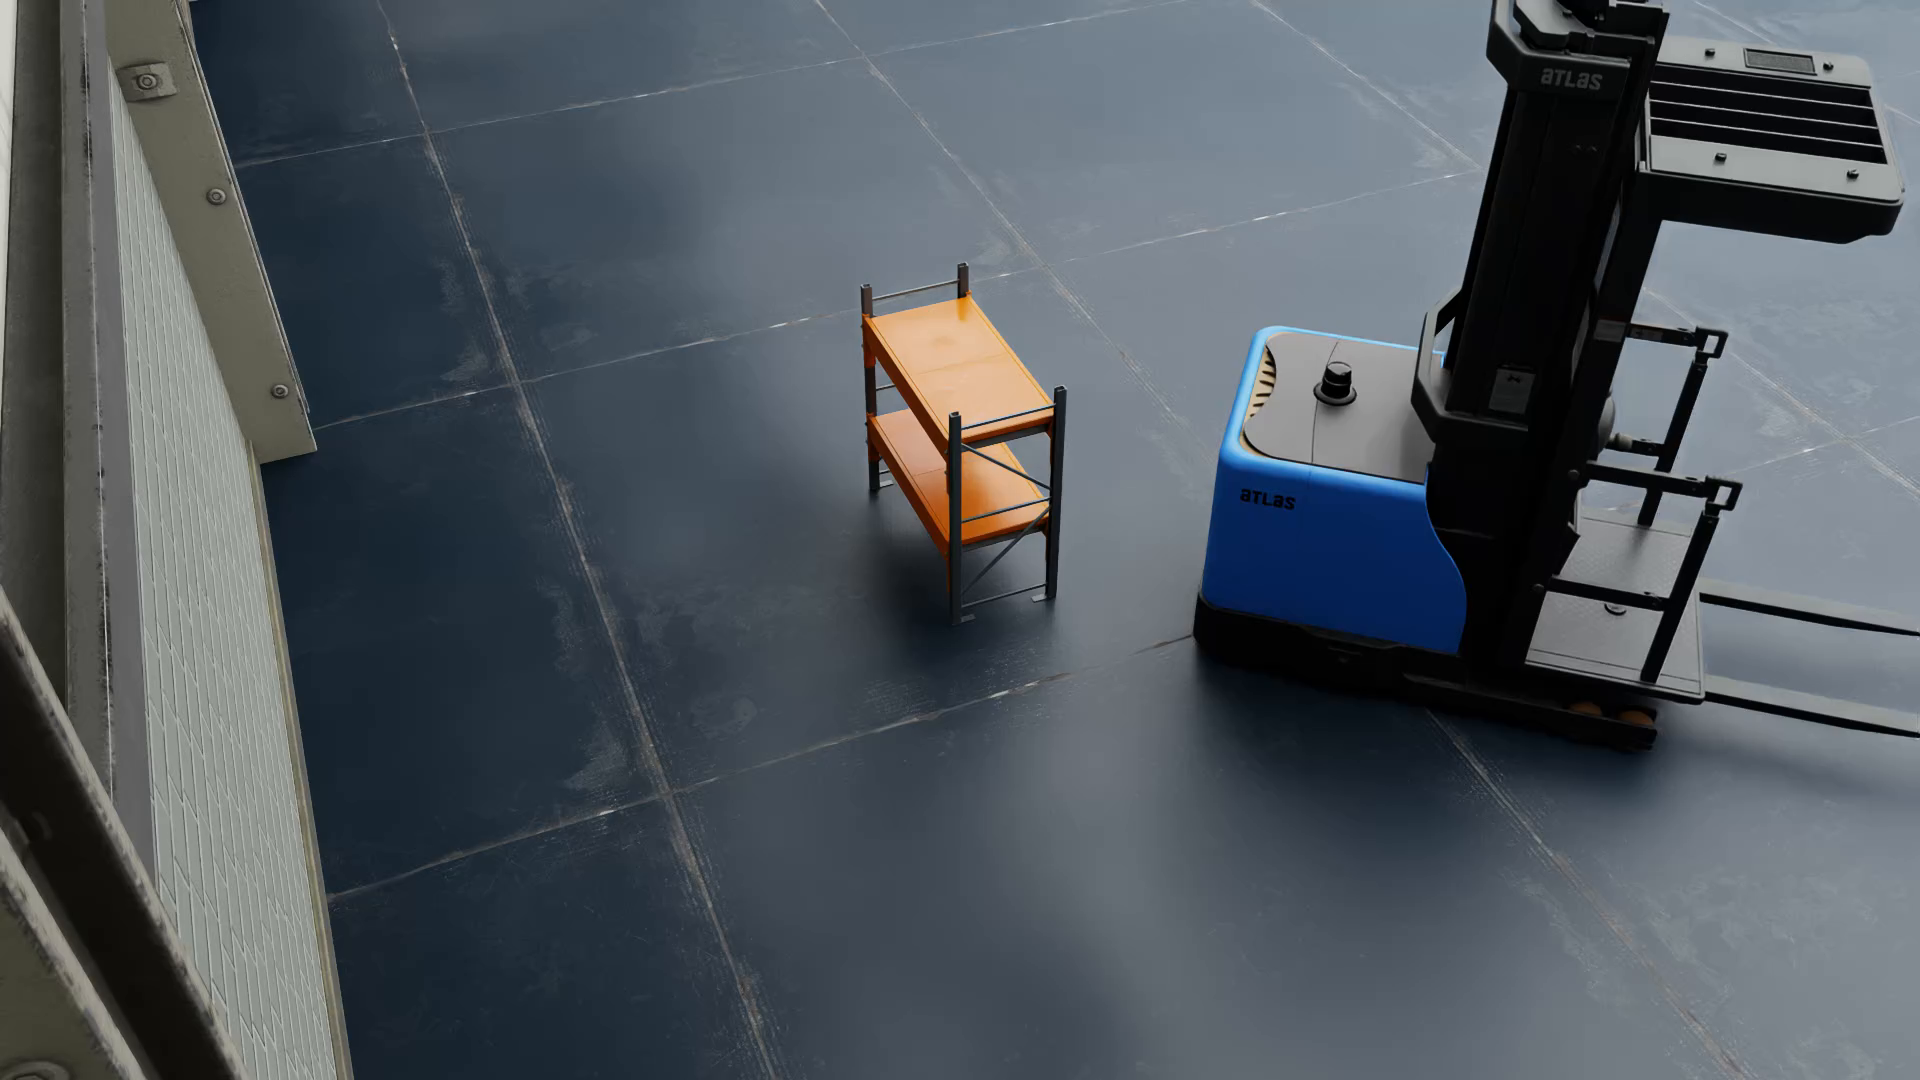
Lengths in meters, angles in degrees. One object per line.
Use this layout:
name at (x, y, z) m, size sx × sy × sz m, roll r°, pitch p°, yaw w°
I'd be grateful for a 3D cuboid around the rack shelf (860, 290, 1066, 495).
rack shelf at (-0.003, -0.652, 7.116) m, size 0.538 × 0.278 × 1.000 m, roll -15°, pitch 43°, yaw -17°

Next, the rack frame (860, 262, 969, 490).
rack frame at (-0.197, -0.737, 7.663) m, size 0.500 × 1.125 × 0.032 m, roll -15°, pitch 43°, yaw -17°

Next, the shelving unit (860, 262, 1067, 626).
shelving unit at (-0.003, -0.431, 7.307) m, size 0.538 × 1.125 × 1.048 m, roll -15°, pitch 43°, yaw -17°

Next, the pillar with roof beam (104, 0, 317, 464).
pillar with roof beam at (0.597, -5.005, 6.588) m, size 9.100 × 9.000 × 0.400 m, roll -15°, pitch 43°, yaw -17°

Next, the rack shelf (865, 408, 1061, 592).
rack shelf at (-0.003, -0.245, 7.466) m, size 0.538 × 0.278 × 1.000 m, roll -15°, pitch 43°, yaw -17°

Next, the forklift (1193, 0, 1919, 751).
forklift at (2.569, -0.653, 6.180) m, size 3.031 × 2.935 × 1.130 m, roll 11°, pitch 42°, yaw 12°

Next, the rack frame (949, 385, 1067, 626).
rack frame at (0.192, -0.124, 6.950) m, size 0.500 × 1.125 × 0.032 m, roll -15°, pitch 43°, yaw -17°
